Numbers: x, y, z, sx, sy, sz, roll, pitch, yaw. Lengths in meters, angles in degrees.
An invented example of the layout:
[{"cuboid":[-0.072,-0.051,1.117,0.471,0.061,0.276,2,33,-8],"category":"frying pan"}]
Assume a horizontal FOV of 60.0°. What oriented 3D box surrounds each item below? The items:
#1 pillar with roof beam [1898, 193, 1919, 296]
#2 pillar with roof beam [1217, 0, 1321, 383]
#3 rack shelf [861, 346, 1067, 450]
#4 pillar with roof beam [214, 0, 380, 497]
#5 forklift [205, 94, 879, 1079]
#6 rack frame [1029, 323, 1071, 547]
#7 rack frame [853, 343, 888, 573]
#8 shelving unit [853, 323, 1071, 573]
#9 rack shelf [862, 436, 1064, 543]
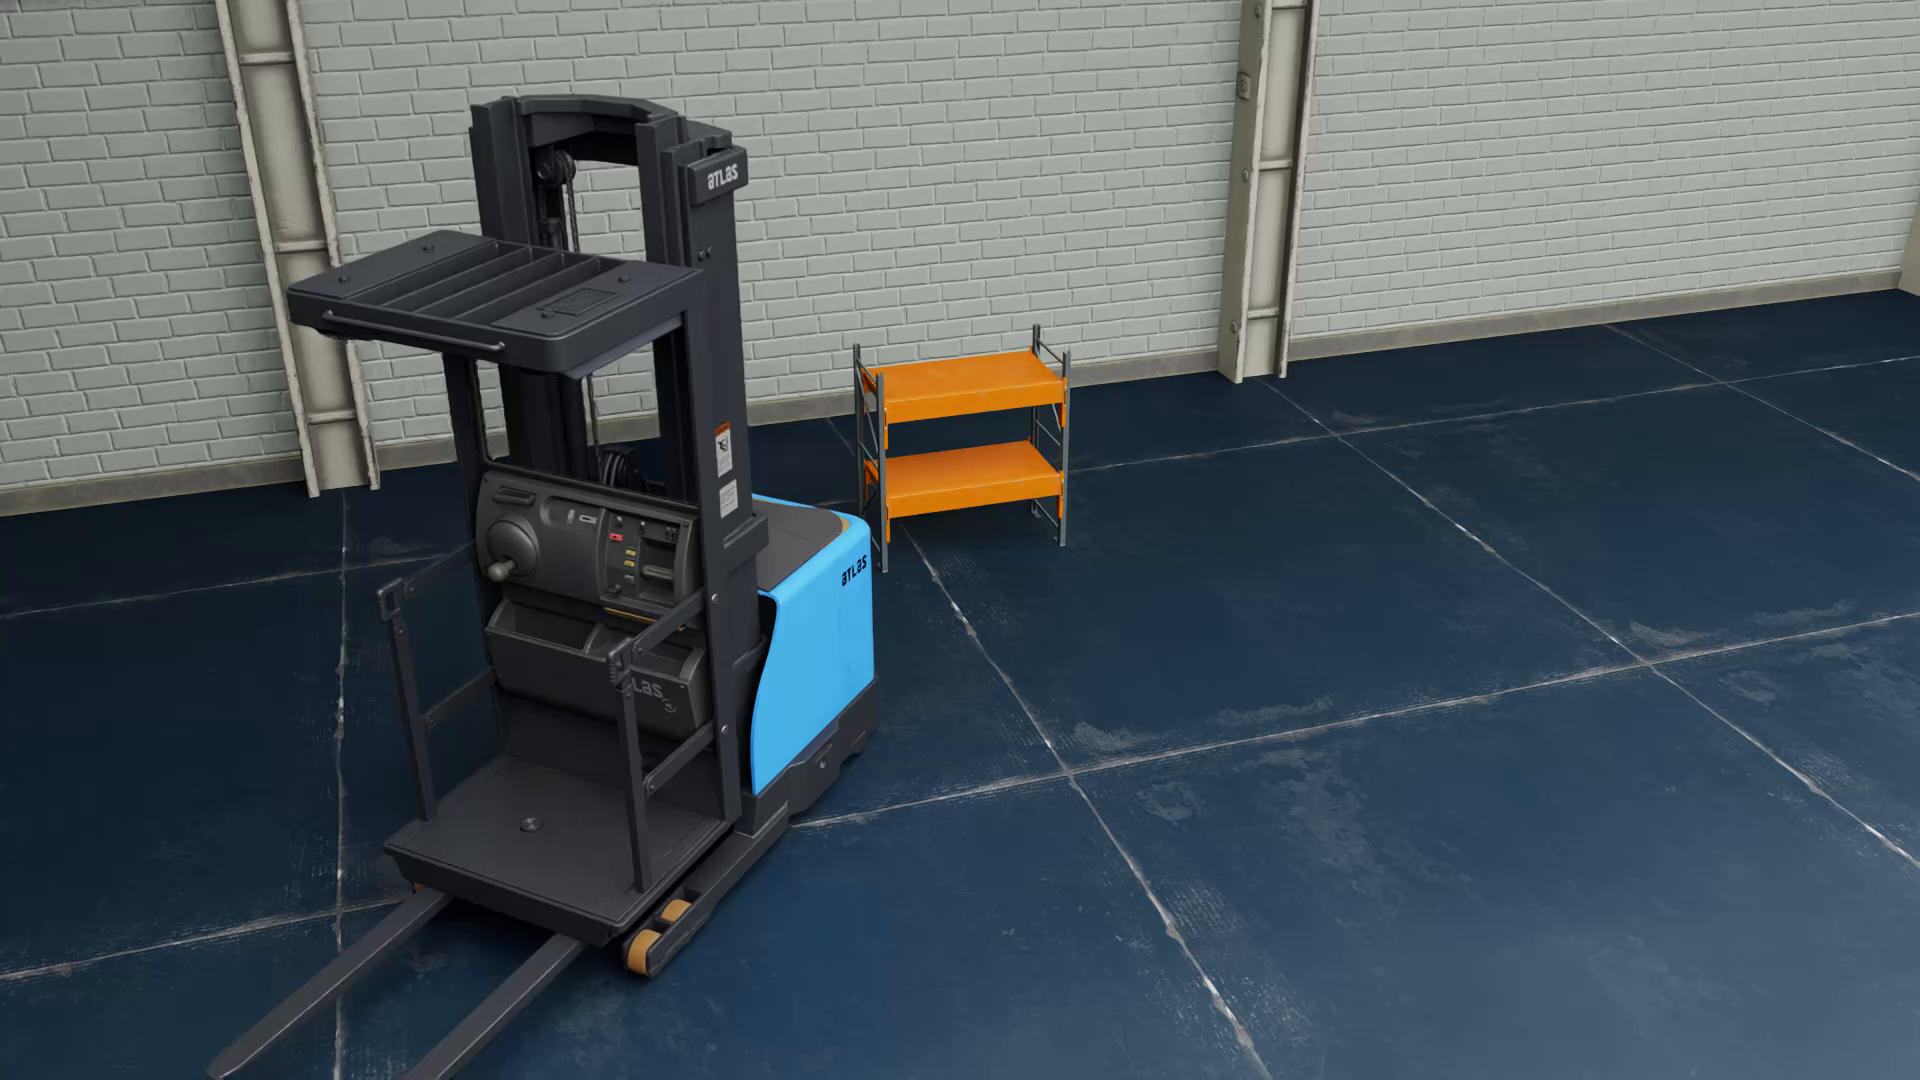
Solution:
[{"cuboid":[9.067,-4.204,7.599,0.400,9.000,9.100,-8,28,-16],"category":"pillar with roof beam"},{"cuboid":[3.362,-3.378,5.935,0.400,9.000,9.100,-8,28,-16],"category":"pillar with roof beam"},{"cuboid":[0.006,-0.767,8.872,1.000,0.278,0.538,-8,28,-16],"category":"rack shelf"},{"cuboid":[-2.343,-2.552,4.270,0.400,9.000,9.100,-8,28,-16],"category":"pillar with roof beam"},{"cuboid":[-1.458,0.052,5.850,1.130,2.935,3.031,12,29,23],"category":"forklift"},{"cuboid":[0.490,-0.575,9.143,0.032,1.125,0.500,-8,28,-16],"category":"rack frame"},{"cuboid":[-0.477,-0.435,8.861,0.032,1.125,0.500,-8,28,-16],"category":"rack frame"},{"cuboid":[0.006,-0.505,9.002,1.048,1.125,0.538,-8,28,-16],"category":"shelving unit"},{"cuboid":[0.006,-0.286,9.110,1.000,0.278,0.538,-8,28,-16],"category":"rack shelf"}]
